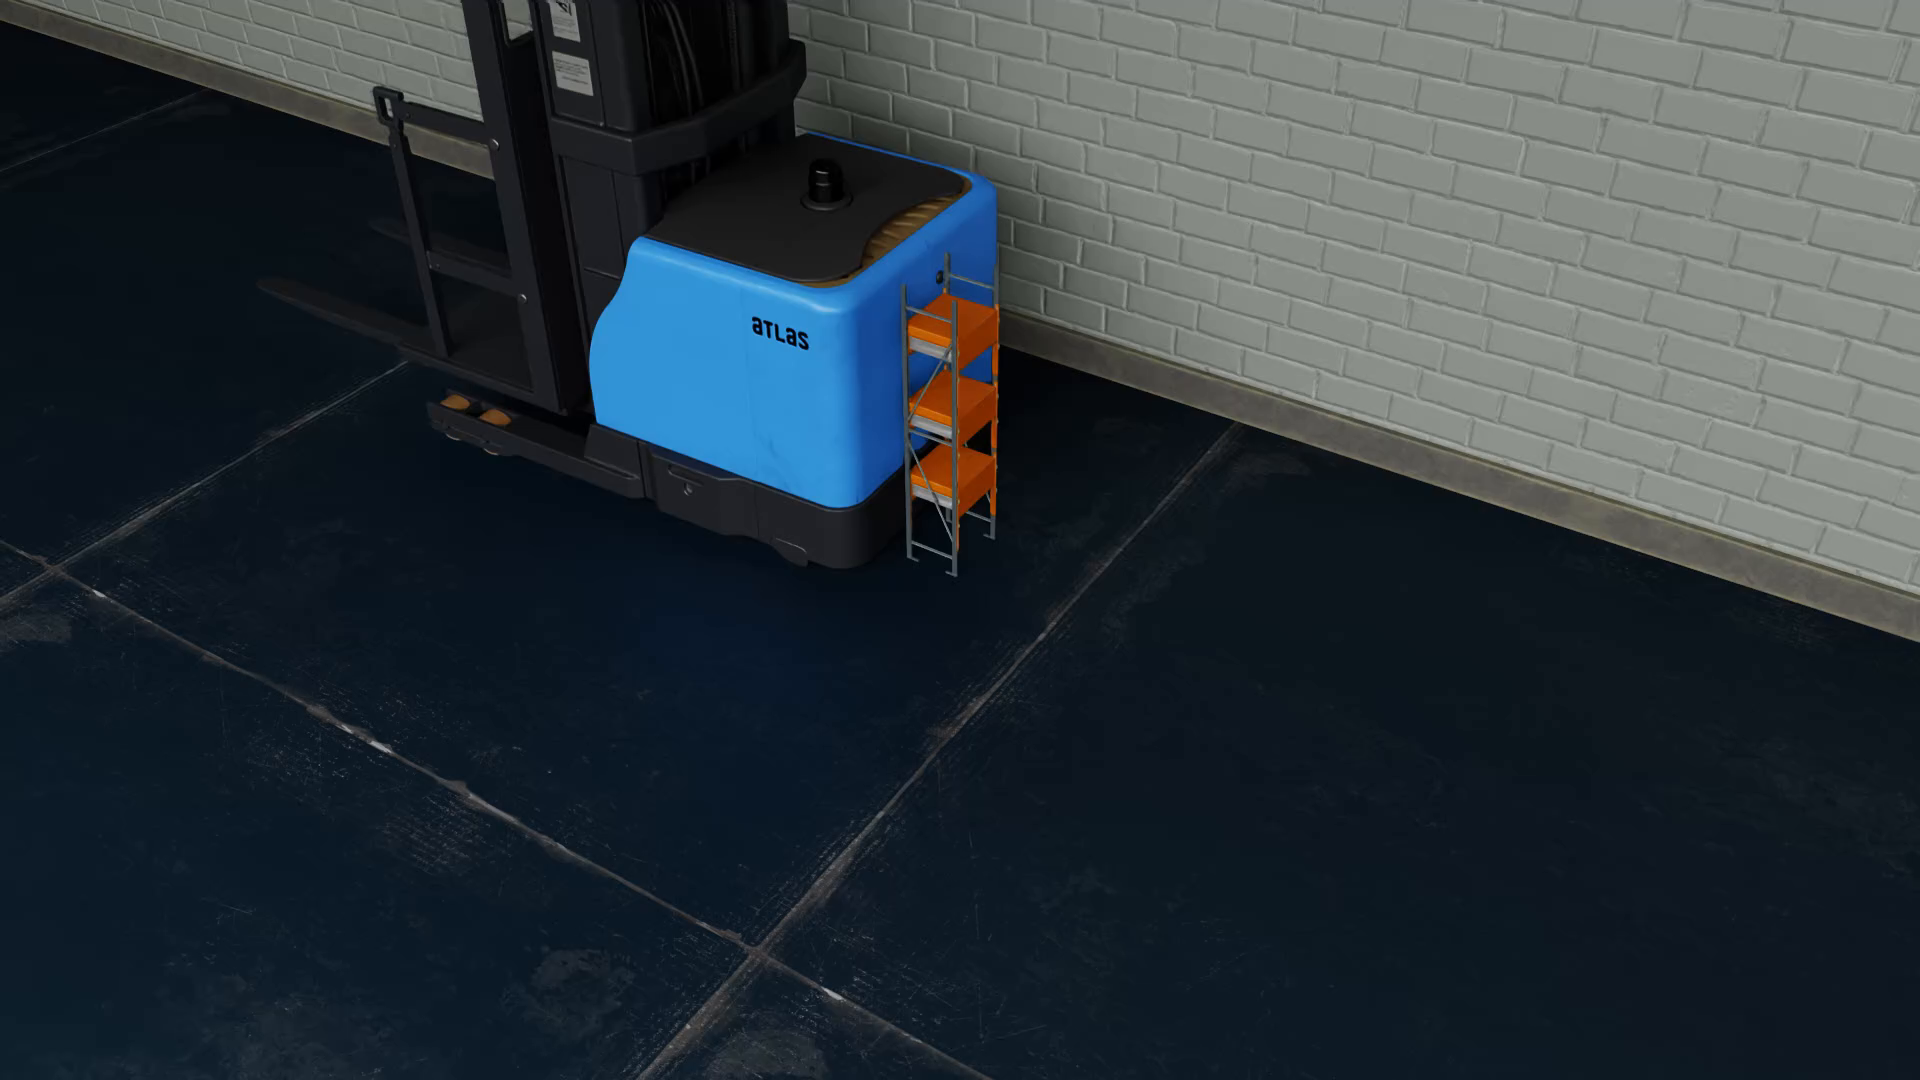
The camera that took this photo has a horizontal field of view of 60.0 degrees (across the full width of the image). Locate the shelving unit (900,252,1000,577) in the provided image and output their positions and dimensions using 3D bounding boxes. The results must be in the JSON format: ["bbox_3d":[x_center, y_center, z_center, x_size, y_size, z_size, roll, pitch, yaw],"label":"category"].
[{"bbox_3d":[-0.029,-0.388,5.394,0.215,1.050,0.252,21,42,25],"label":"shelving unit"}]

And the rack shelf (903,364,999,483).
[{"bbox_3d":[-0.029,-0.380,5.400,0.215,0.259,0.240,21,42,25],"label":"rack shelf"}]

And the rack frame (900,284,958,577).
[{"bbox_3d":[-0.094,-0.325,5.312,0.200,1.050,0.008,21,42,25],"label":"rack frame"}]

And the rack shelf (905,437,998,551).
[{"bbox_3d":[-0.029,-0.160,5.570,0.215,0.259,0.240,21,42,25],"label":"rack shelf"}]

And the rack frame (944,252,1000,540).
[{"bbox_3d":[0.037,-0.451,5.475,0.200,1.050,0.008,21,42,25],"label":"rack frame"}]

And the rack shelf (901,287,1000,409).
[{"bbox_3d":[-0.029,-0.605,5.227,0.215,0.259,0.240,21,42,25],"label":"rack shelf"}]

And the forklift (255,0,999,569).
[{"bbox_3d":[-1.389,-1.730,5.594,3.031,2.935,1.130,20,42,24],"label":"forklift"}]
